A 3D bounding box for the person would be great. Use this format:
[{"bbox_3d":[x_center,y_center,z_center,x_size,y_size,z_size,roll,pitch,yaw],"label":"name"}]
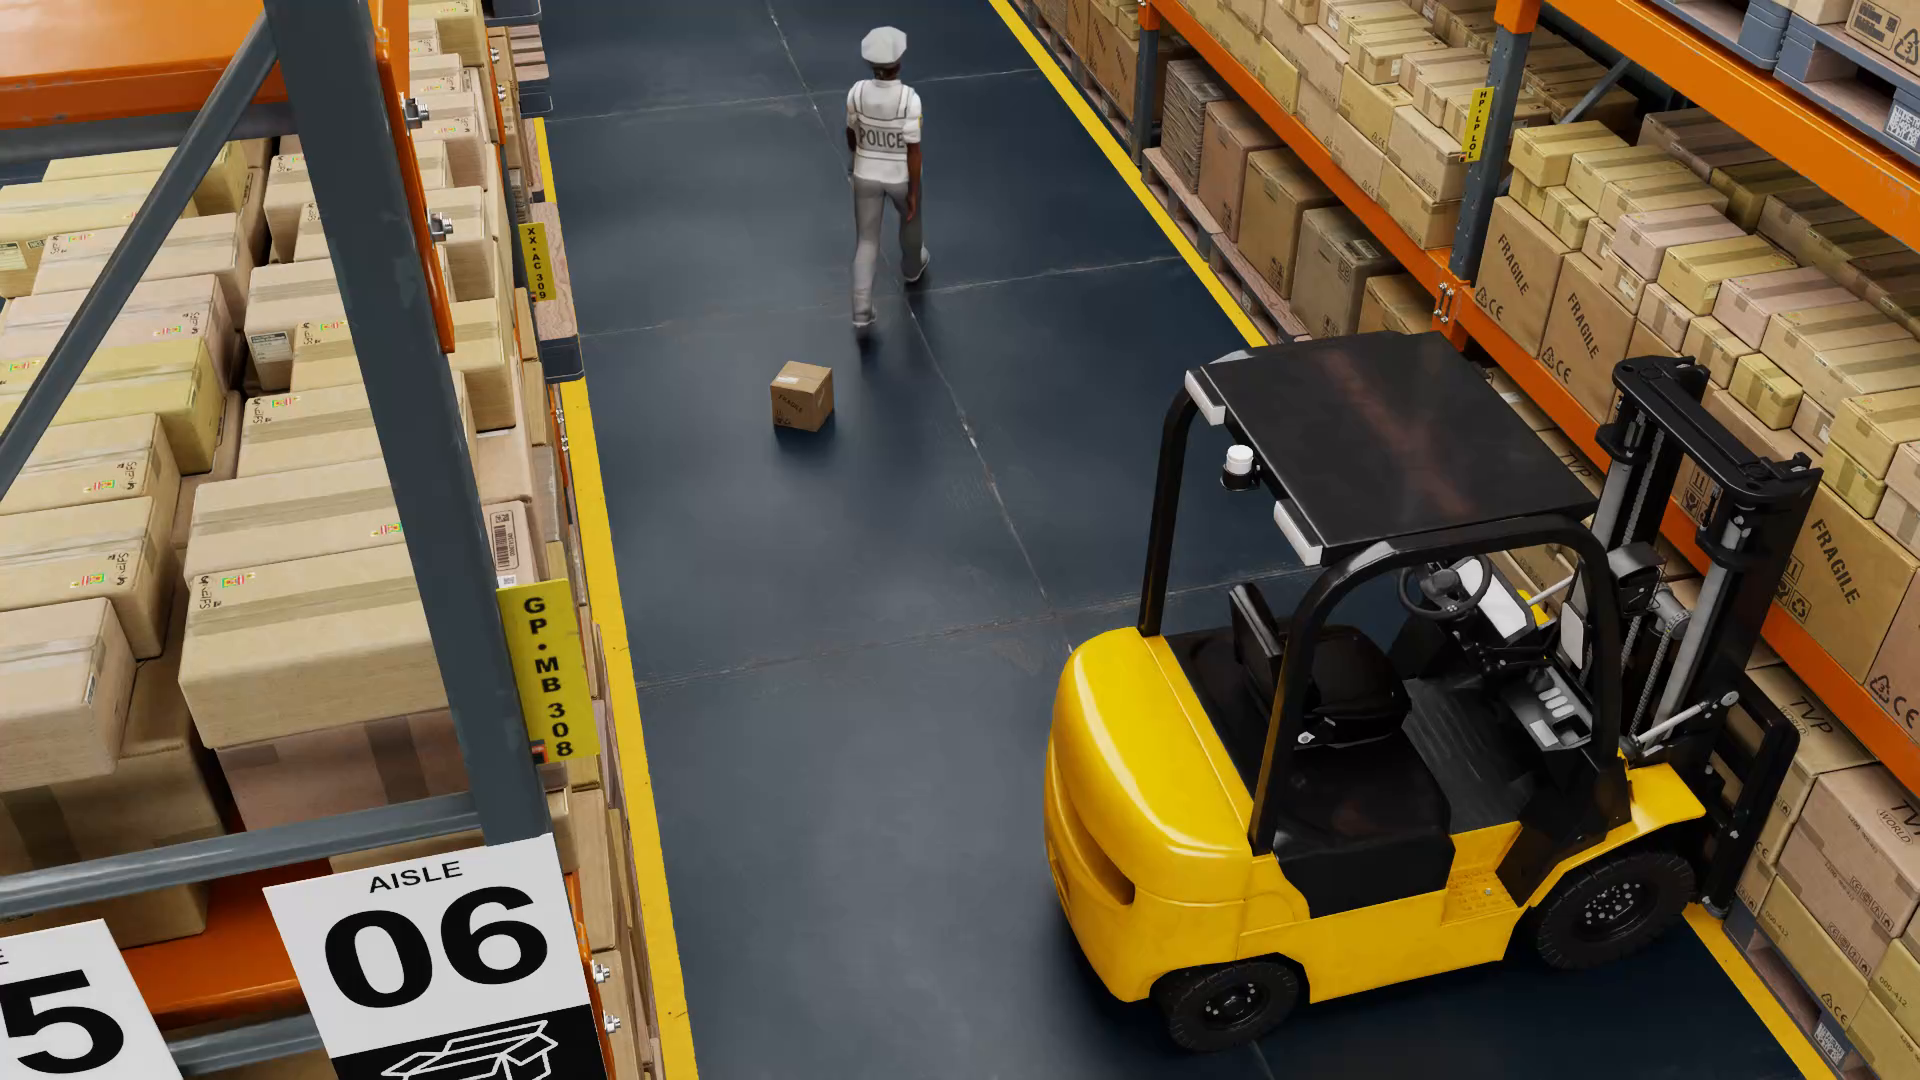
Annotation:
[{"bbox_3d":[-0.415,-2.050,9.271,0.455,1.640,1.023,5,39,6],"label":"person"}]
